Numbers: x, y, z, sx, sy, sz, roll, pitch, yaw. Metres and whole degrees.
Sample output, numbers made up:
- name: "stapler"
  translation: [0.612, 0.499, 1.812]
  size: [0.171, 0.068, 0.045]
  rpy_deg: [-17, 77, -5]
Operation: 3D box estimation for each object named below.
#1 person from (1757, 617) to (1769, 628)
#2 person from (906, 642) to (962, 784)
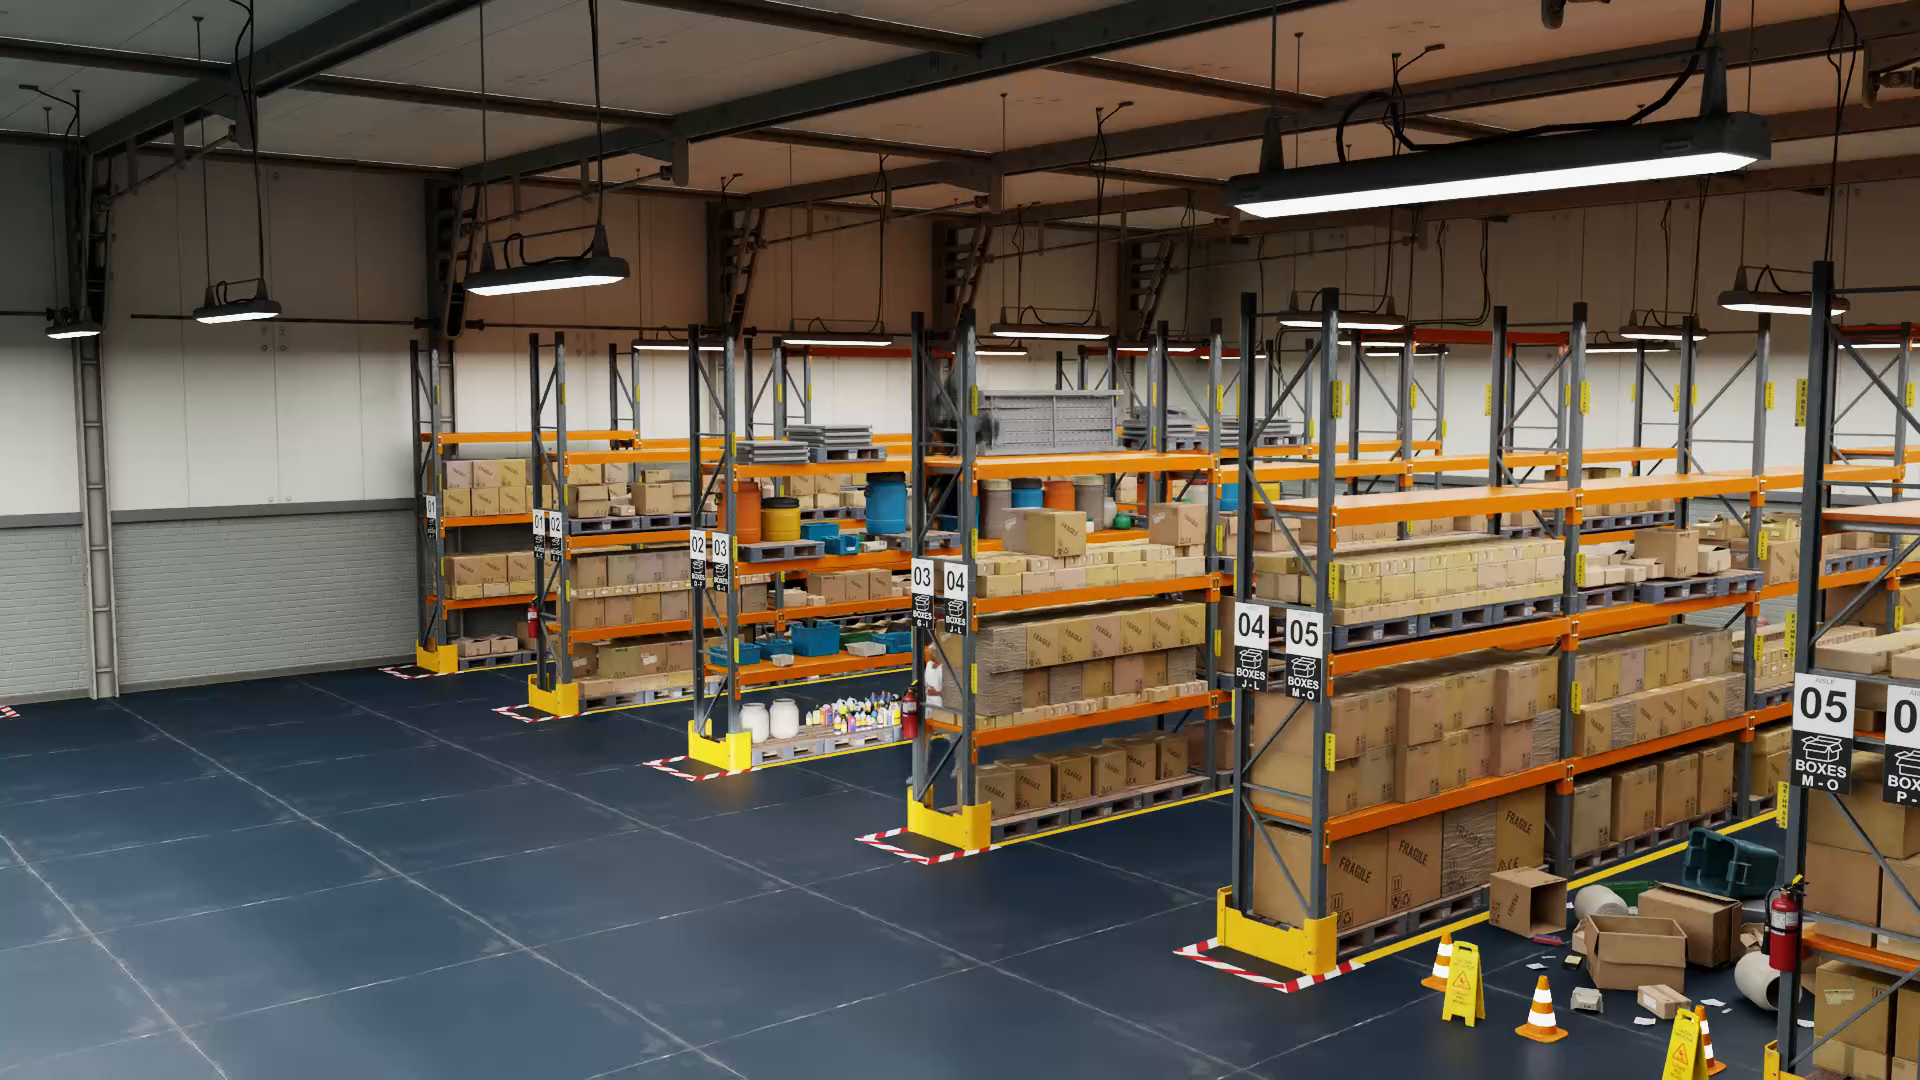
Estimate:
- name: "person"
  translation: [11.918, 1.999, 24.636]
  size: [0.931, 1.718, 0.656]
  rpy_deg: [-4, 7, -36]
- name: "person"
  translation: [-0.283, 2.123, 20.750]
  size: [0.870, 1.780, 0.707]
  rpy_deg: [-5, 7, -43]
